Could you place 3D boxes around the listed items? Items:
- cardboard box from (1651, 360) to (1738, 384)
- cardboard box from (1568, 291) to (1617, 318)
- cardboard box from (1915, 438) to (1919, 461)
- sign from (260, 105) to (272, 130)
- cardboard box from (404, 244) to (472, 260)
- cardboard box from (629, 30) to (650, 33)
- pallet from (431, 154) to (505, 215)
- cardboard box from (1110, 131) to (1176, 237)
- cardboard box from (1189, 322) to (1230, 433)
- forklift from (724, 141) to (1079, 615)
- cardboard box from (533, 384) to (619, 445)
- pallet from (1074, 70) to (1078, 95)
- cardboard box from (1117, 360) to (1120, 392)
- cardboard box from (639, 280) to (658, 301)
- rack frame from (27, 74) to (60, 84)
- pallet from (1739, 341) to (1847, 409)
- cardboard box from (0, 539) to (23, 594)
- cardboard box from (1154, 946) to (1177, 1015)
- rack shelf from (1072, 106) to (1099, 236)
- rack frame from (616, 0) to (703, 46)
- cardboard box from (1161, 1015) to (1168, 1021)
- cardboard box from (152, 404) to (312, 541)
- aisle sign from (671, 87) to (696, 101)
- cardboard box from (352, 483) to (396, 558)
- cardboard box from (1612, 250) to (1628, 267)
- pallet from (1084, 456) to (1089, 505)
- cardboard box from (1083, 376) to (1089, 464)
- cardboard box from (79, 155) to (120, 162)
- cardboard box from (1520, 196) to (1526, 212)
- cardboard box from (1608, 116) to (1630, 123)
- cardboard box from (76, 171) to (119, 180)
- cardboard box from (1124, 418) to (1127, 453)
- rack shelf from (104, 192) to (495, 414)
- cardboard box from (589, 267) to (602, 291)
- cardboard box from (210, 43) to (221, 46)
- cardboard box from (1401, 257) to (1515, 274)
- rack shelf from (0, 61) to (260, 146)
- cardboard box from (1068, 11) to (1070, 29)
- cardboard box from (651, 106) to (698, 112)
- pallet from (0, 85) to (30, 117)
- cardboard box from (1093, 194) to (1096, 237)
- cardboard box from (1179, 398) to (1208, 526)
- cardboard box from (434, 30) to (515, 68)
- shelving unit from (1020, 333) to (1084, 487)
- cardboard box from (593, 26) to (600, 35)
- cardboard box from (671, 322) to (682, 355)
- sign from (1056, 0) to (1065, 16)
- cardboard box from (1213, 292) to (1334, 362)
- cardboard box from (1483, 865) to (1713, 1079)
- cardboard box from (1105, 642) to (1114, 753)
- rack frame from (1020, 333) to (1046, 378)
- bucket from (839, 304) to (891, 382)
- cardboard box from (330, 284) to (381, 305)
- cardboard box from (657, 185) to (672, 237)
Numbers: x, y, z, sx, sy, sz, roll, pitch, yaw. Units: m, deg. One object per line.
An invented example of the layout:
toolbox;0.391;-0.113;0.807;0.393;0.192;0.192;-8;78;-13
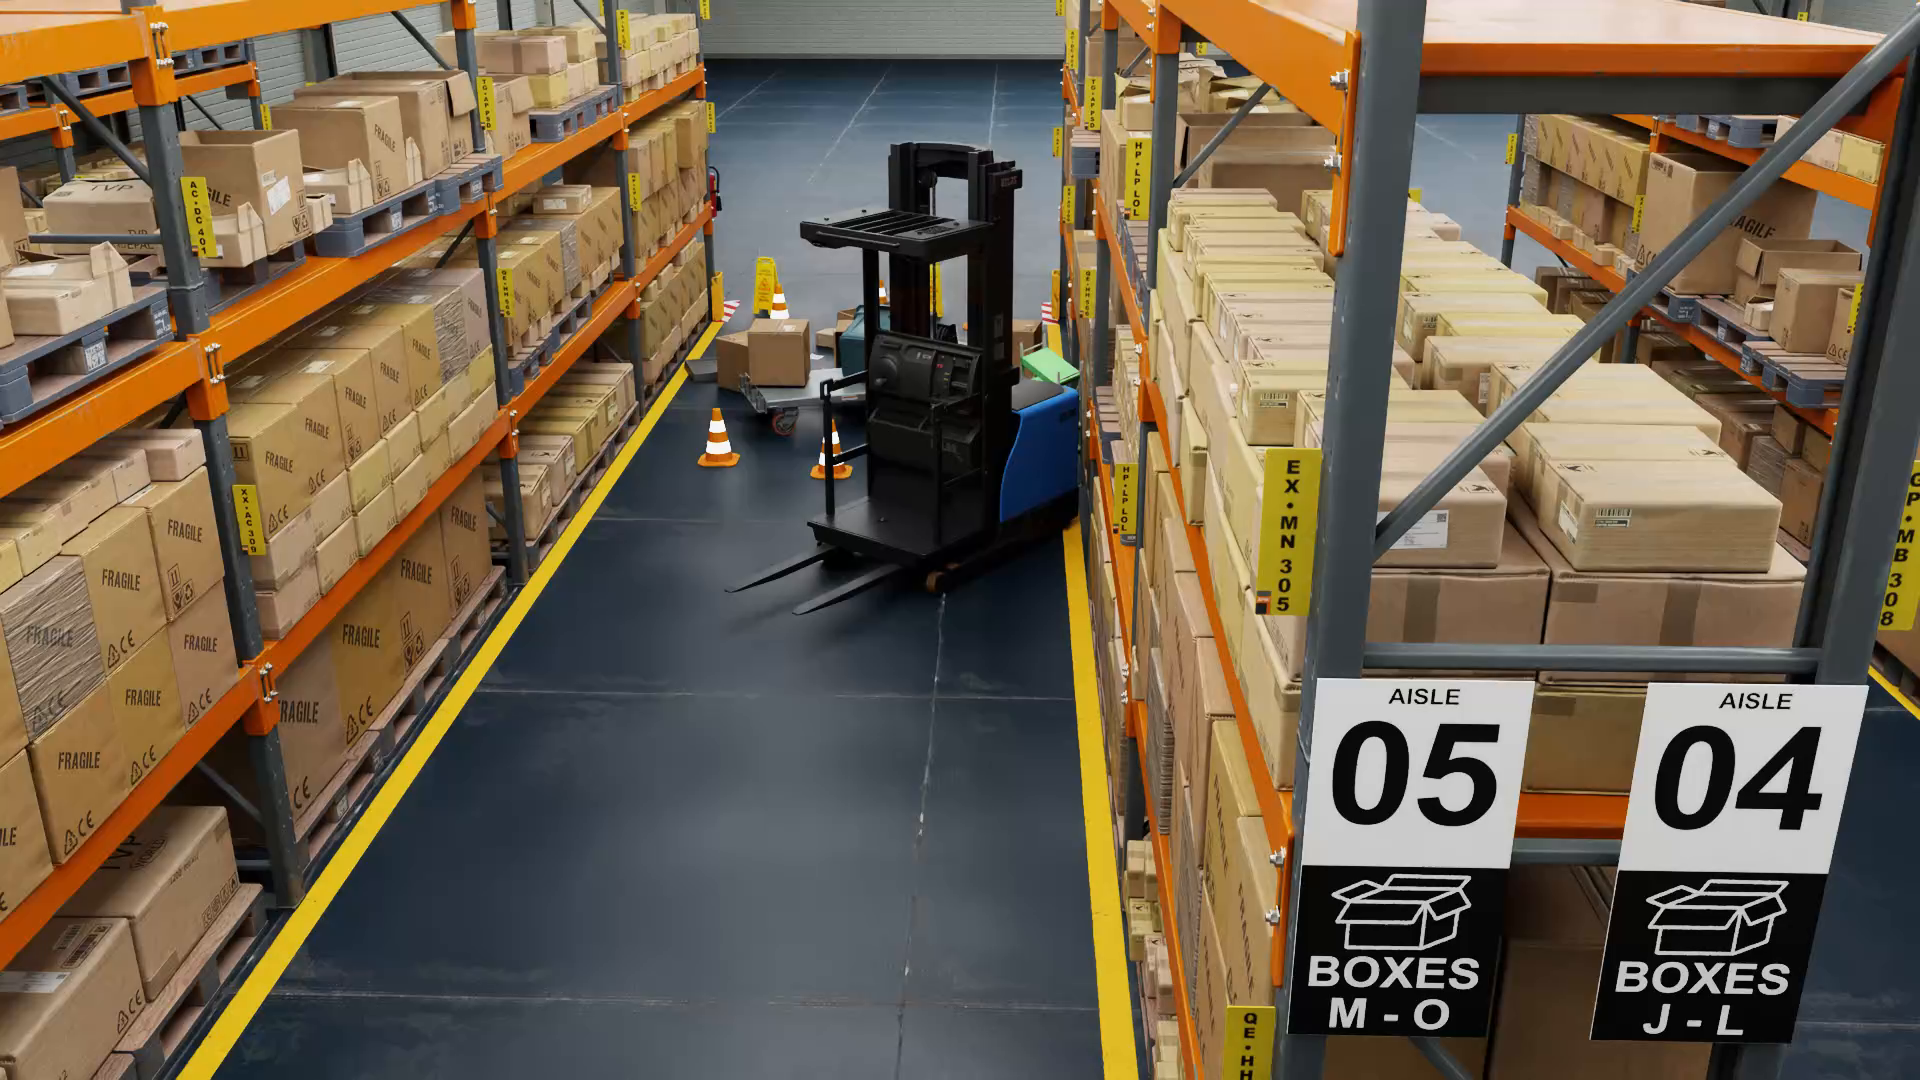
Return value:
cardboard box;6.433;-1.253;14.459;0.700;0.500;0.500;-1;21;-3
cardboard box;6.537;-2.244;17.040;0.500;0.500;0.500;3;21;7
cardboard box;6.052;-0.676;9.987;0.500;0.500;0.500;0;21;0
sign;-7.730;-4.683;18.523;0.100;0.325;0.005;1;21;2
cardboard box;-3.813;-1.834;11.978;0.500;0.500;0.500;0;21;1
cardboard box;-3.109;-4.682;15.548;0.380;0.149;0.250;0;21;0
pallet;-3.520;-2.175;10.102;1.213;0.211;1.003;2;21;4
cardboard box;1.096;-1.960;9.148;0.500;0.500;0.500;1;21;2
cardboard box;0.973;-0.471;4.965;0.500;0.250;0.500;0;21;-1
forklift;-0.383;-1.186;11.534;1.130;2.935;3.031;16;26;35
cardboard box;-3.464;-1.065;14.180;0.950;0.372;0.625;2;21;5
pallet;1.554;-4.179;15.129;1.003;0.211;1.213;1;21;2
cardboard box;1.176;-1.027;10.384;0.380;0.149;0.250;2;21;4
cardboard box;-3.080;-2.365;15.765;0.380;0.149;0.250;1;21;2
rack frame;-8.394;-5.394;13.991;1.000;3.000;0.127;1;21;2
pallet;6.267;-1.158;11.633;1.213;0.211;1.003;1;21;2
cardboard box;-3.469;0.110;5.683;0.380;0.149;0.250;0;21;0
cardboard box;0.957;1.721;6.485;0.380;0.149;0.250;1;21;3
rack shelf;1.458;-2.866;12.617;1.077;0.370;4.000;1;21;2
rack frame;-3.310;-6.787;17.582;1.000;3.000;0.127;1;21;2
cardboard box;1.022;1.907;6.829;0.380;0.149;0.250;0;21;1
cardboard box;-3.375;-0.320;7.688;0.500;0.500;0.500;1;21;2
aisle sign;-3.019;-5.222;18.246;0.394;0.787;0.004;1;21;2
cardboard box;-3.352;-0.110;8.874;0.500;0.250;0.500;0;21;1
cardboard box;6.271;-2.579;15.376;0.380;0.149;0.250;1;21;2
pallet;1.536;-0.504;13.537;1.003;0.211;1.213;1;21;2
cardboard box;1.557;-1.099;13.744;1.050;0.750;0.750;1;21;2
cardboard box;-8.576;-3.758;16.621;0.380;0.149;0.250;1;21;3
cardboard box;6.348;-3.664;18.172;0.380;0.149;0.250;1;21;2
cardboard box;6.798;-3.970;16.682;0.500;0.500;0.500;1;21;2
cardboard box;-8.171;-3.385;15.660;0.380;0.149;0.250;0;21;1
cardboard box;1.153;-0.611;9.723;0.380;0.149;0.250;1;21;3
rack shelf;-3.615;-1.438;8.936;1.077;0.370;4.000;1;21;2
cardboard box;-3.174;-2.153;13.698;0.380;0.149;0.250;1;21;2
cardboard box;-7.994;-5.265;17.432;0.380;0.149;0.250;0;21;0
cardboard box;1.526;-0.797;5.255;0.380;0.149;0.250;0;21;1
rack shelf;-8.333;-4.384;16.528;1.077;0.370;4.000;1;21;2
cardboard box;1.340;-5.144;16.572;0.500;0.250;0.500;0;21;1
cardboard box;-3.131;-4.272;17.460;0.700;0.500;0.500;1;21;2
pallet;-8.407;-3.588;13.746;0.805;0.209;1.217;0;21;-1
cardboard box;1.510;-2.859;14.231;0.700;0.500;0.500;0;21;1
cardboard box;0.936;-0.240;5.060;0.500;0.250;0.500;2;21;4
cardboard box;-3.856;-3.914;13.260;0.500;0.250;0.500;0;21;0
shelving unit;0.736;-0.987;13.182;0.258;1.200;0.503;-25;45;-23
cardboard box;-3.689;-4.876;16.047;0.380;0.149;0.250;1;21;2
cardboard box;-3.126;-2.053;16.895;0.500;0.250;0.500;0;21;1
sign;1.086;-5.824;17.927;0.100;0.325;0.005;1;21;2
cardboard box;0.939;-0.615;4.784;0.380;0.149;0.250;0;21;0
cardboard box;1.433;1.002;3.869;0.500;0.500;0.500;1;21;1
cardboard box;1.062;0.880;8.989;0.500;0.500;0.500;0;21;0
rack frame;0.603;-1.114;13.342;0.240;1.200;0.015;-25;45;-23
bucket;-0.782;-1.783;15.403;0.726;0.611;0.620;8;33;20
cardboard box;-3.819;-1.256;10.098;0.500;0.500;0.500;1;21;2
cardboard box;-3.120;-3.249;16.206;0.500;0.500;0.500;0;21;1
